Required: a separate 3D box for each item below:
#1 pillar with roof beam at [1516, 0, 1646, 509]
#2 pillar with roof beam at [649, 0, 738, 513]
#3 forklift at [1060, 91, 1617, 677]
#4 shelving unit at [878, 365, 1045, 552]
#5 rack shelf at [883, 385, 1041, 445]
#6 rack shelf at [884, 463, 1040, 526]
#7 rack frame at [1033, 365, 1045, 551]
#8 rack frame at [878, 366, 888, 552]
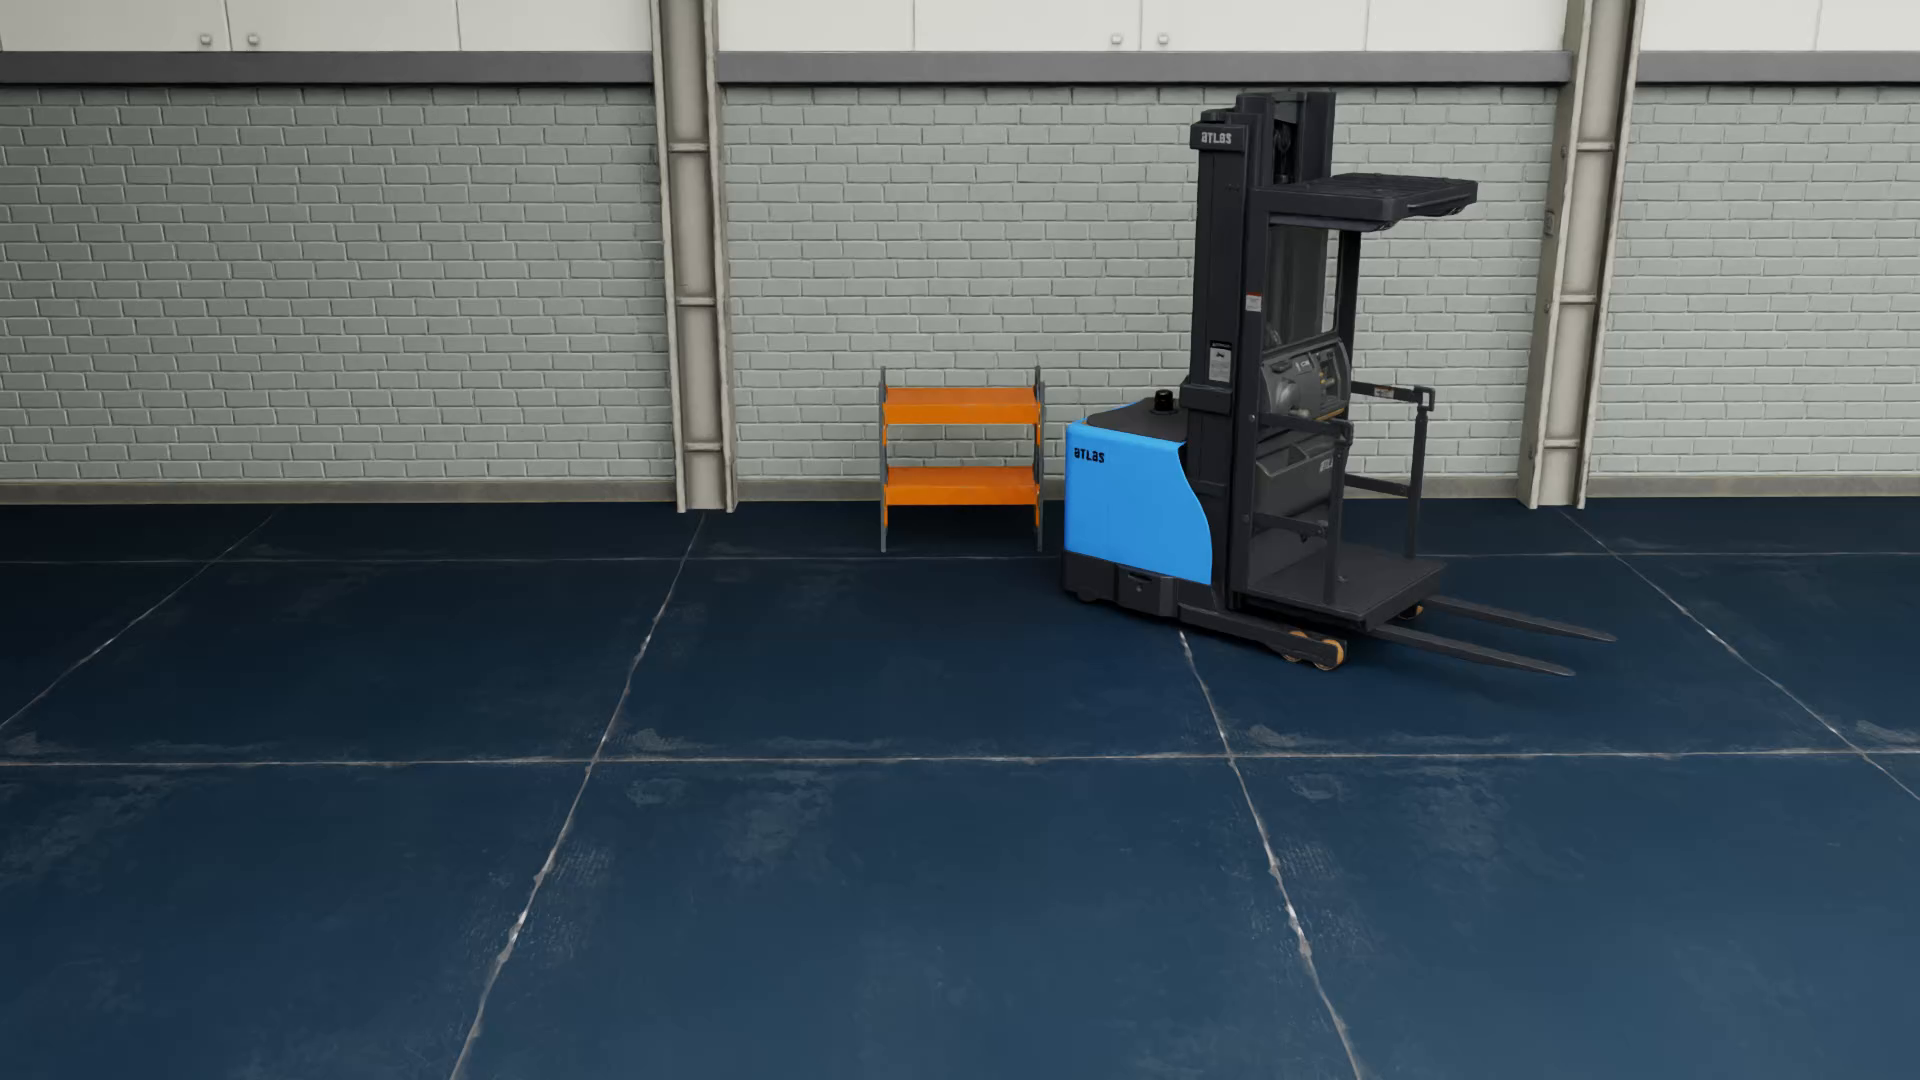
[{"bbox_3d":[4.281,-3.239,6.413,0.400,9.000,9.100,0,18,-1],"label":"pillar with roof beam"},{"bbox_3d":[-1.718,-3.210,6.322,0.400,9.000,9.100,0,18,-1],"label":"pillar with roof beam"},{"bbox_3d":[2.062,-0.882,8.998,3.031,2.935,1.130,14,22,37],"label":"forklift"},{"bbox_3d":[0.007,-0.536,10.876,1.048,1.125,0.538,0,18,-1],"label":"shelving unit"},{"bbox_3d":[0.007,-0.814,10.786,1.000,0.278,0.538,0,18,-1],"label":"rack shelf"},{"bbox_3d":[0.007,-0.303,10.951,1.000,0.278,0.538,0,18,-1],"label":"rack shelf"},{"bbox_3d":[0.515,-0.538,10.884,0.032,1.125,0.500,0,18,-1],"label":"rack frame"},{"bbox_3d":[-0.502,-0.533,10.868,0.032,1.125,0.500,0,18,-1],"label":"rack frame"}]
